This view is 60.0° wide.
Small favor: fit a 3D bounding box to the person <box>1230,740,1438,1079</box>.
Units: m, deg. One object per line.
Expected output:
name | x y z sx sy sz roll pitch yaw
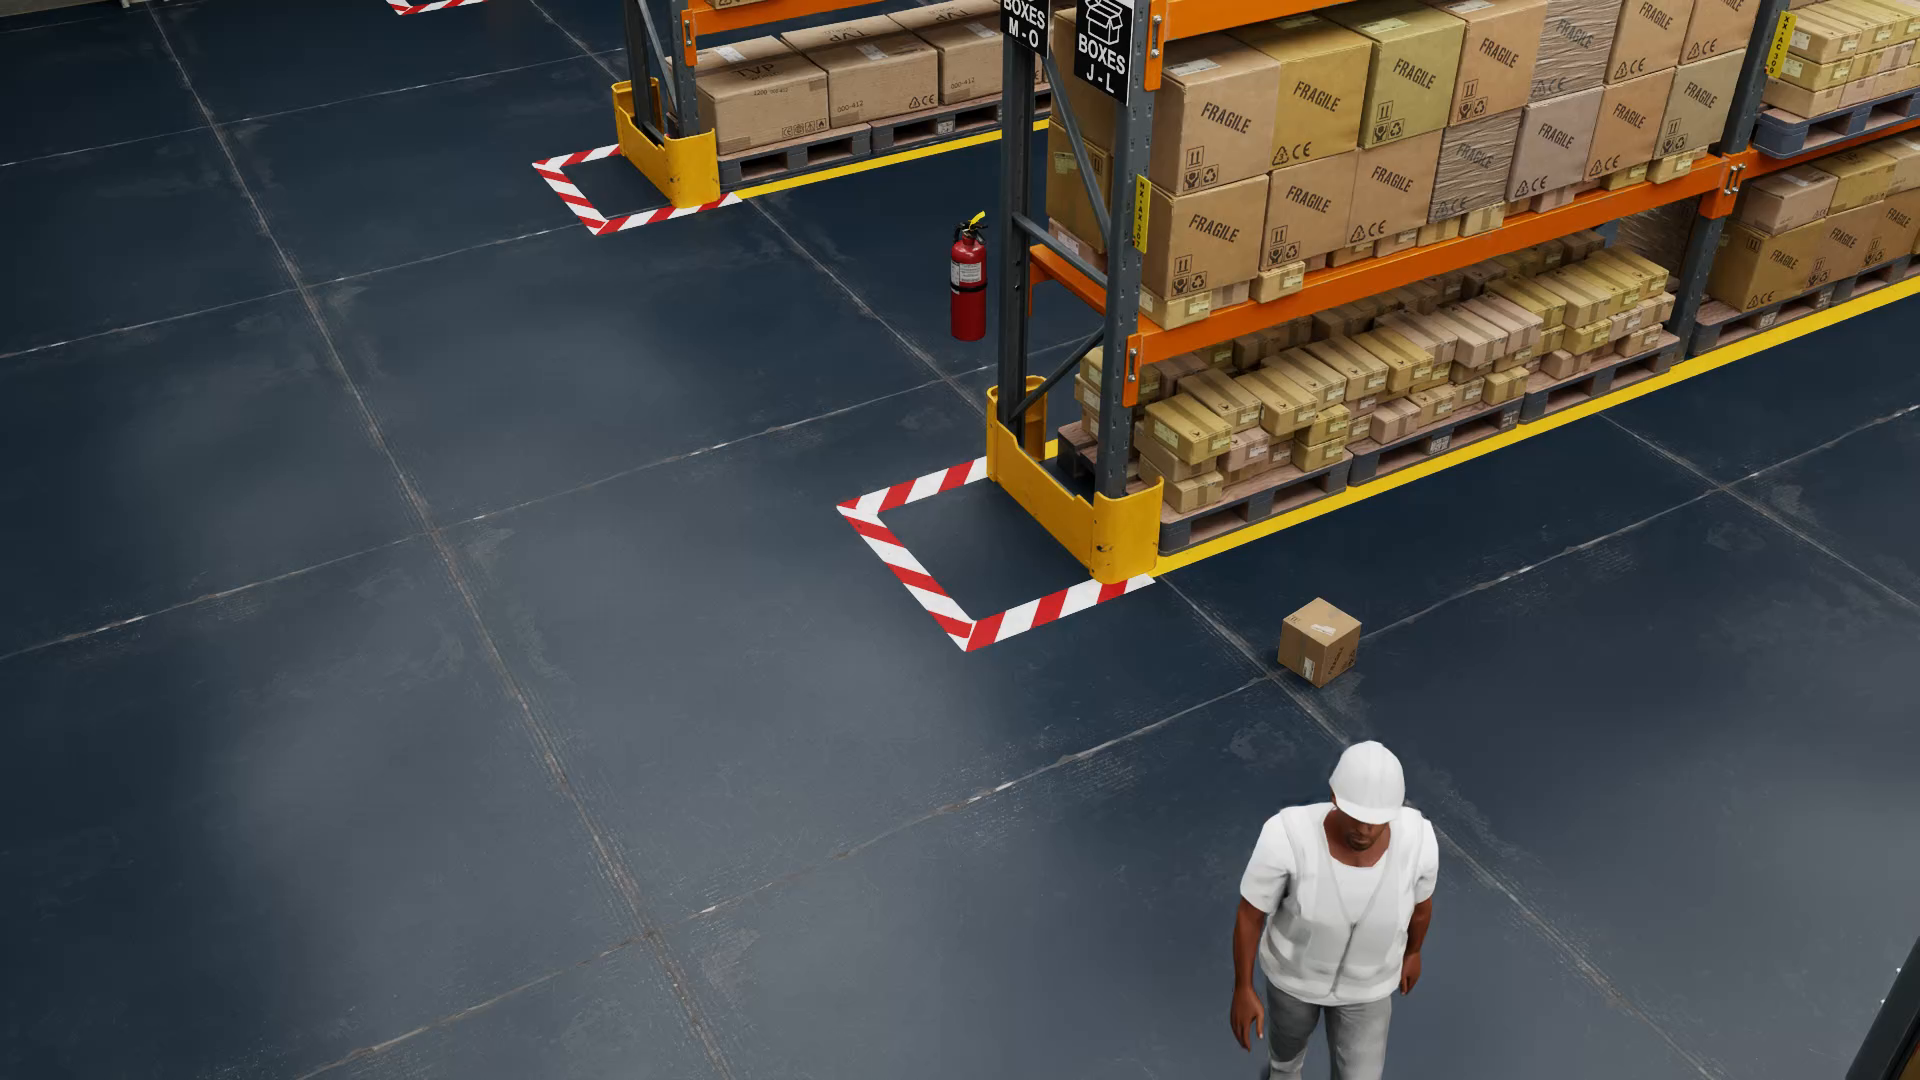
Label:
person | 1.122 1.373 5.053 0.614 1.766 0.854 4 37 6
